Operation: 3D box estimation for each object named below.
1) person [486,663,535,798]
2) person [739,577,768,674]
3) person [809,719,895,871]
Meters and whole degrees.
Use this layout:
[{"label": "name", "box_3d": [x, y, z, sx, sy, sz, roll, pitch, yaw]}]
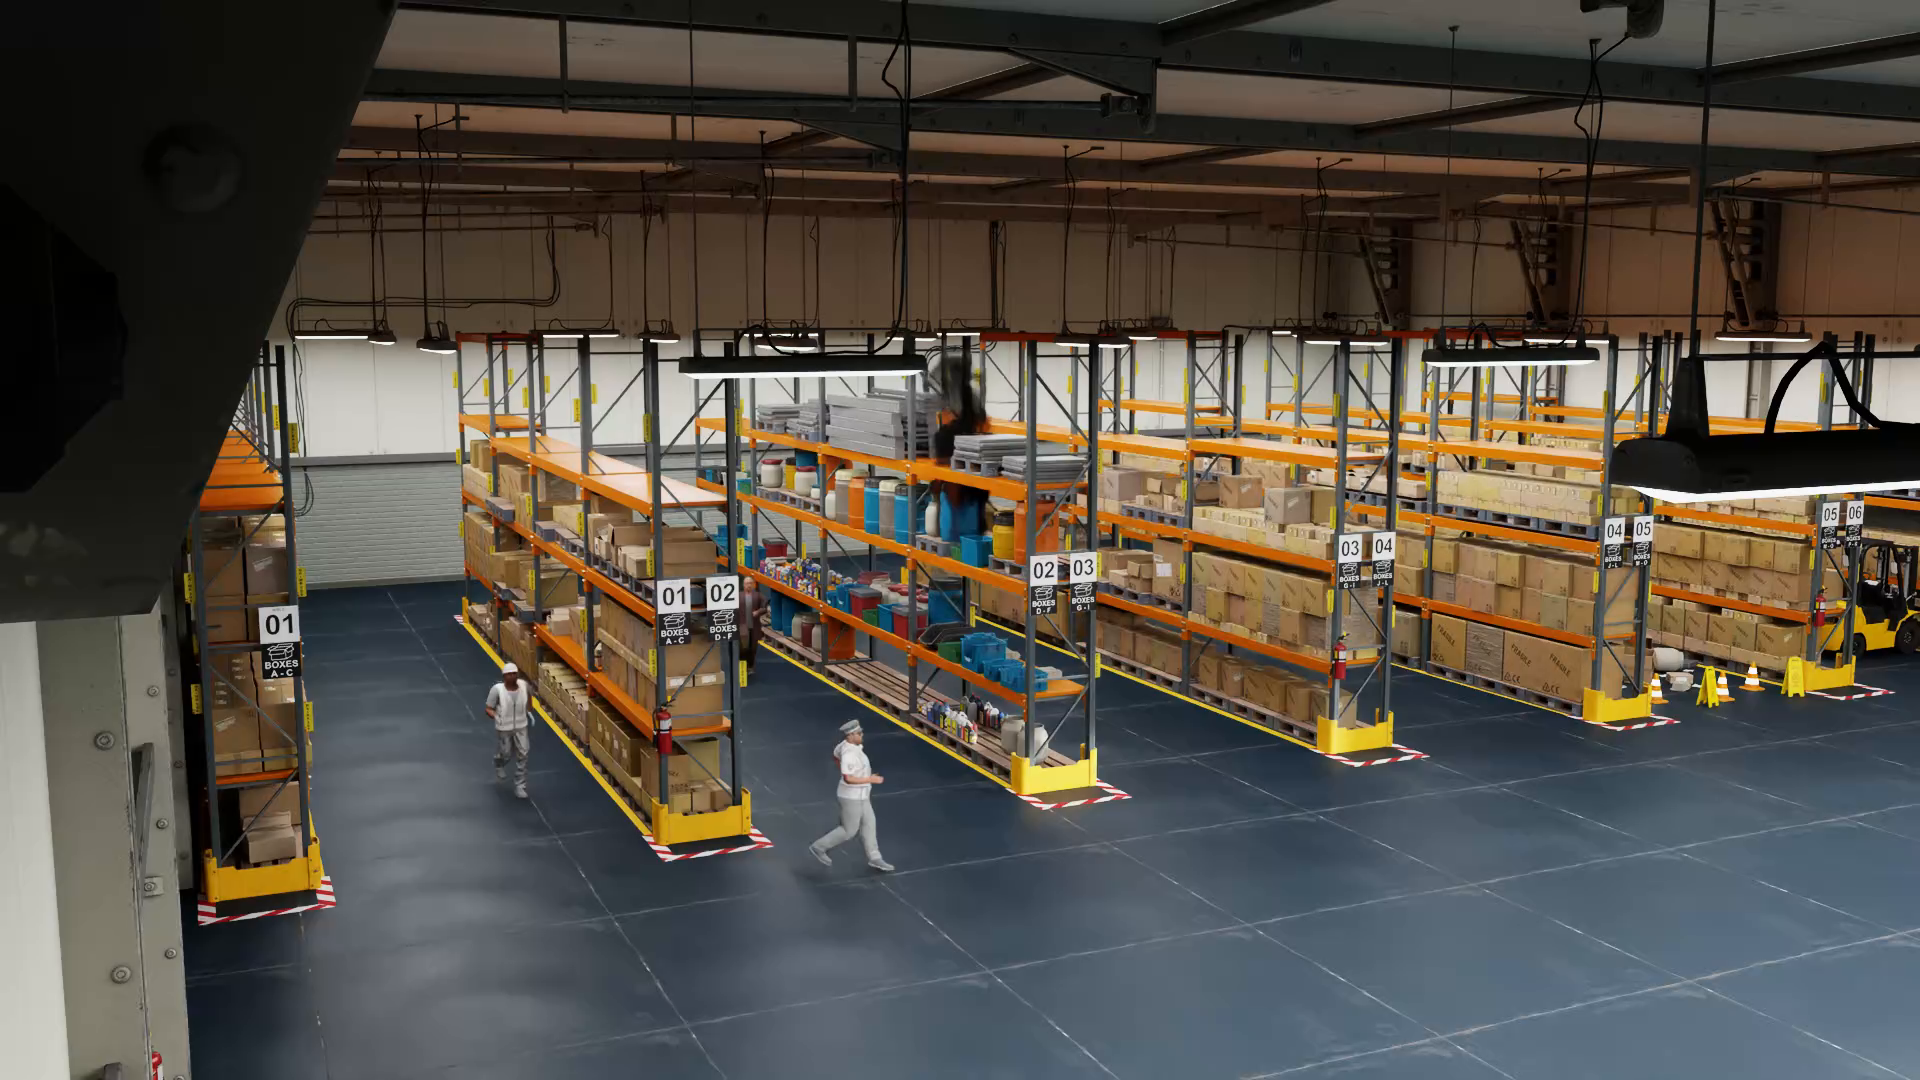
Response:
[{"label": "person", "box_3d": [-5.979, 2.482, 22.121, 0.667, 1.764, 0.922, -5, 9, -30]}, {"label": "person", "box_3d": [-3.711, 1.542, 29.095, 0.663, 1.794, 0.769, -2, 8, -18]}, {"label": "person", "box_3d": [-1.234, 2.913, 18.917, 0.970, 1.795, 0.662, 0, 8, 3]}]
